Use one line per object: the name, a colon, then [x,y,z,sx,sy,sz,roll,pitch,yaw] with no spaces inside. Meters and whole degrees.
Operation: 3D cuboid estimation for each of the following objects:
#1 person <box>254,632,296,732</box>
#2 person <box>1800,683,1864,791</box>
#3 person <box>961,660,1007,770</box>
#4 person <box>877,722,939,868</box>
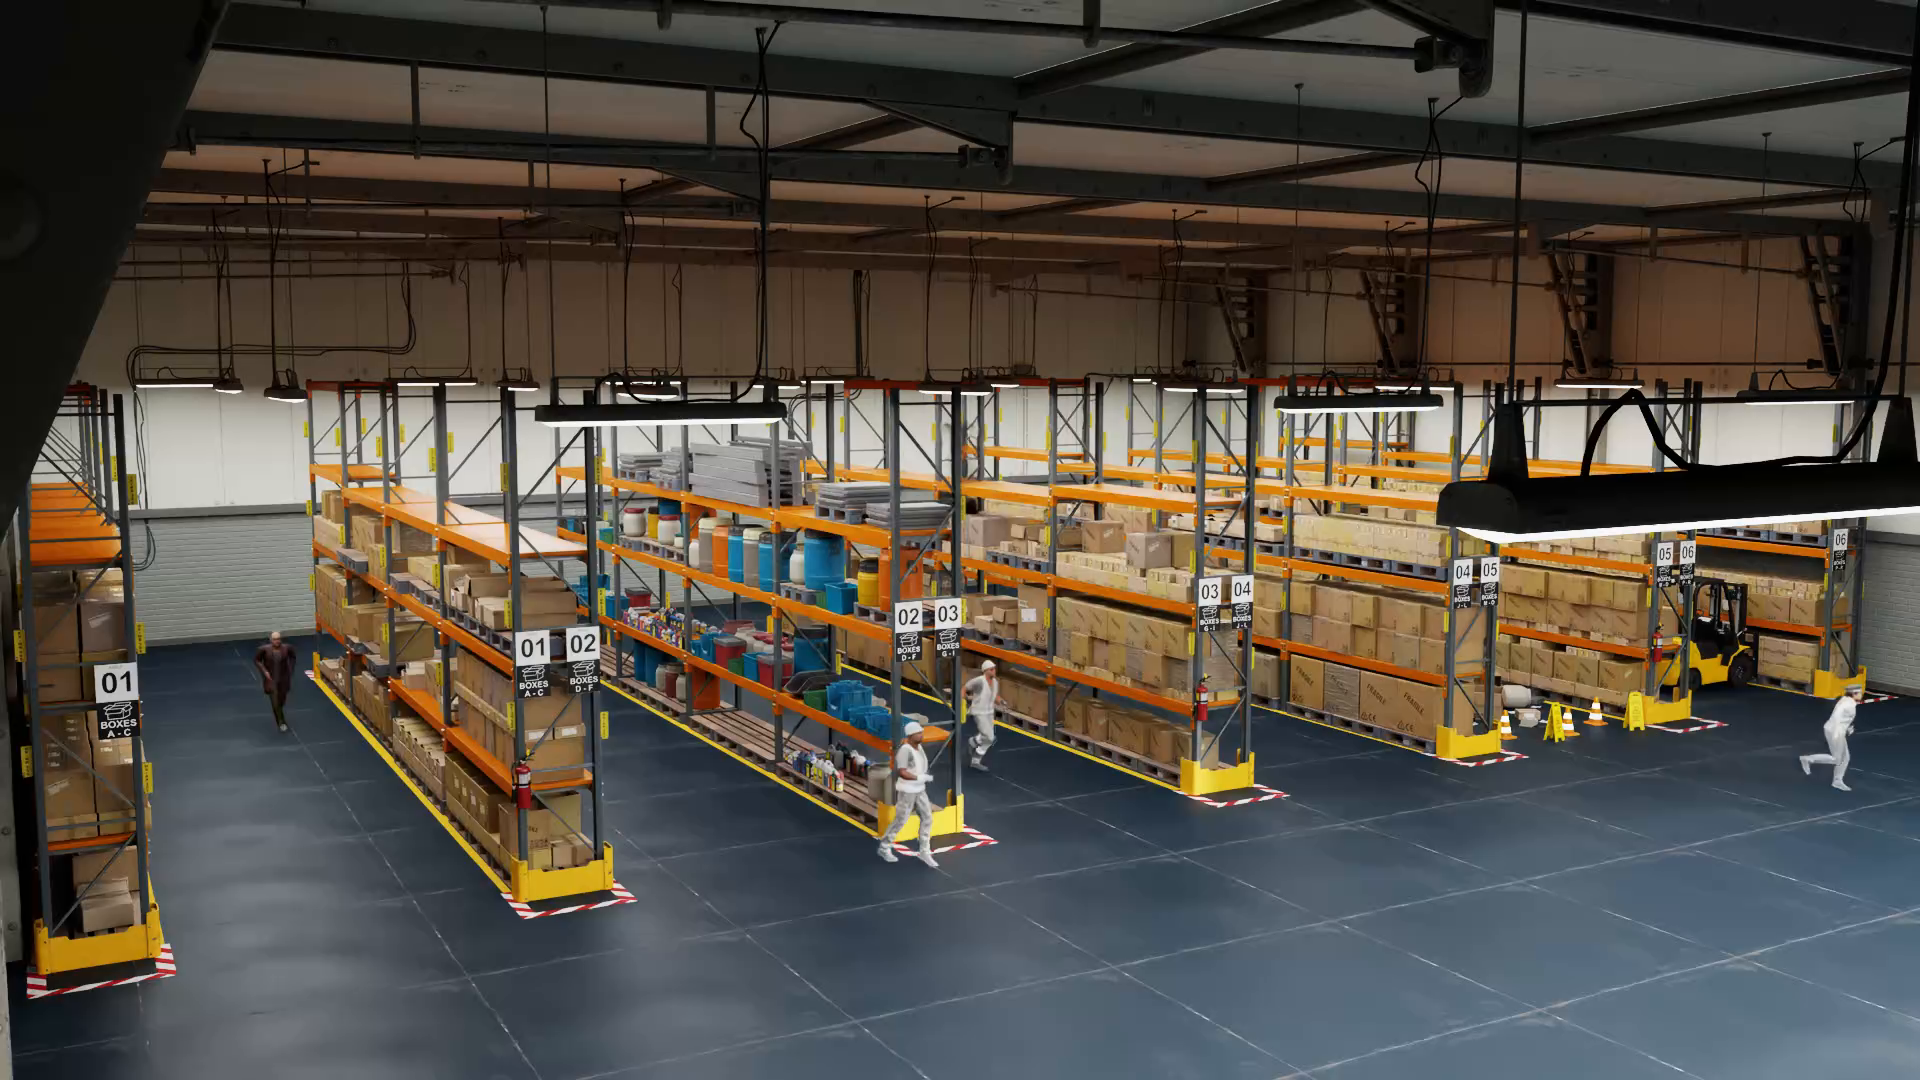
person: [-11.899,2.425,28.910,0.687,1.714,0.923,-3,7,-26]
person: [13.016,2.917,24.846,0.809,1.628,0.615,2,6,20]
person: [0.397,2.730,25.860,0.663,1.729,0.710,6,8,43]
person: [-0.612,3.204,21.046,0.791,1.826,0.712,3,7,23]
